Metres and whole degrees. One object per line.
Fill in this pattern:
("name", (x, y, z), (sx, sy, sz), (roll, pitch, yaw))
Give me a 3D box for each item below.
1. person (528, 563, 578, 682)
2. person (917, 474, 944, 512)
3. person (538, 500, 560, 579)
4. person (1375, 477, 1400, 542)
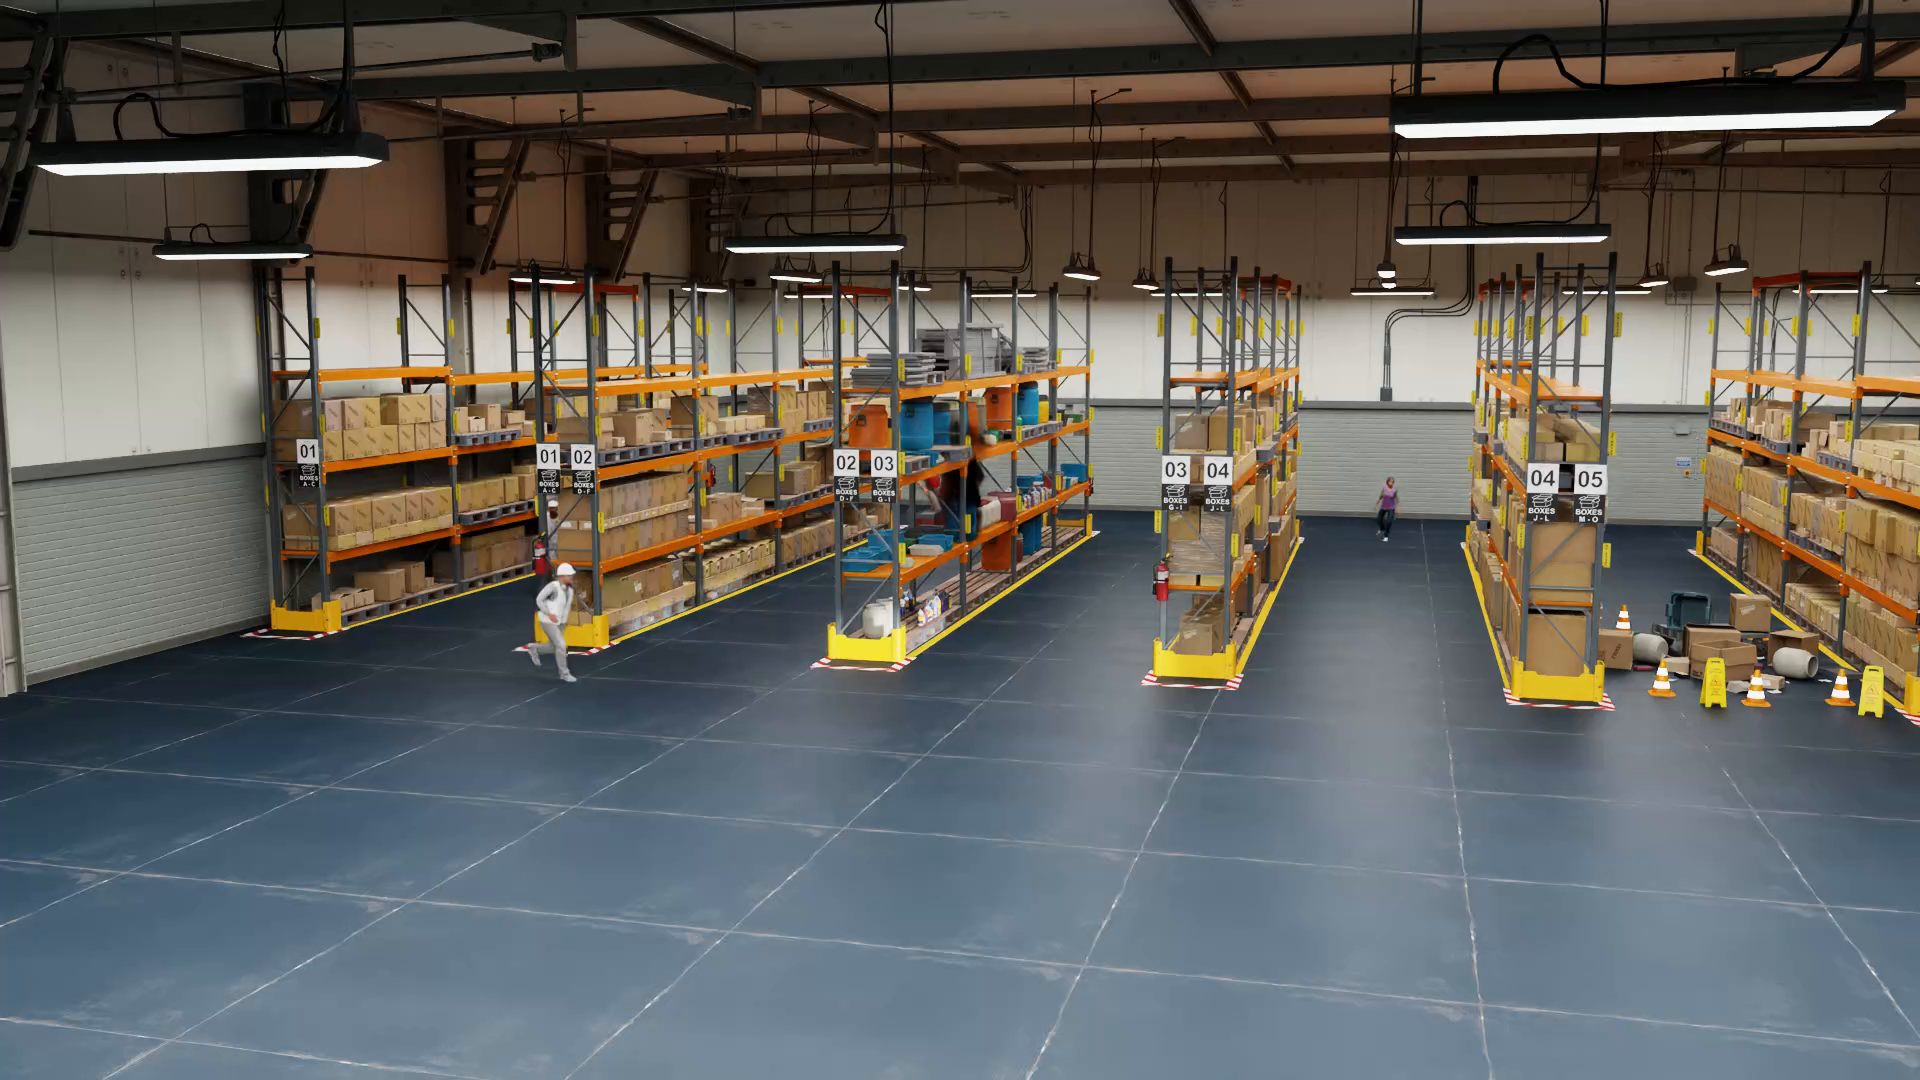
("person", (-5.860, 1.171, 23.778), (0.963, 1.728, 0.665), (5, 9, 33))
("person", (-0.681, -1.202, 42.255), (0.930, 1.675, 0.722), (6, 10, 40))
("person", (-7.954, 0.024, 32.807), (0.687, 1.666, 0.783), (-2, 7, -12))
("person", (10.108, -0.742, 39.284), (0.608, 1.542, 0.594), (3, 8, 21))
